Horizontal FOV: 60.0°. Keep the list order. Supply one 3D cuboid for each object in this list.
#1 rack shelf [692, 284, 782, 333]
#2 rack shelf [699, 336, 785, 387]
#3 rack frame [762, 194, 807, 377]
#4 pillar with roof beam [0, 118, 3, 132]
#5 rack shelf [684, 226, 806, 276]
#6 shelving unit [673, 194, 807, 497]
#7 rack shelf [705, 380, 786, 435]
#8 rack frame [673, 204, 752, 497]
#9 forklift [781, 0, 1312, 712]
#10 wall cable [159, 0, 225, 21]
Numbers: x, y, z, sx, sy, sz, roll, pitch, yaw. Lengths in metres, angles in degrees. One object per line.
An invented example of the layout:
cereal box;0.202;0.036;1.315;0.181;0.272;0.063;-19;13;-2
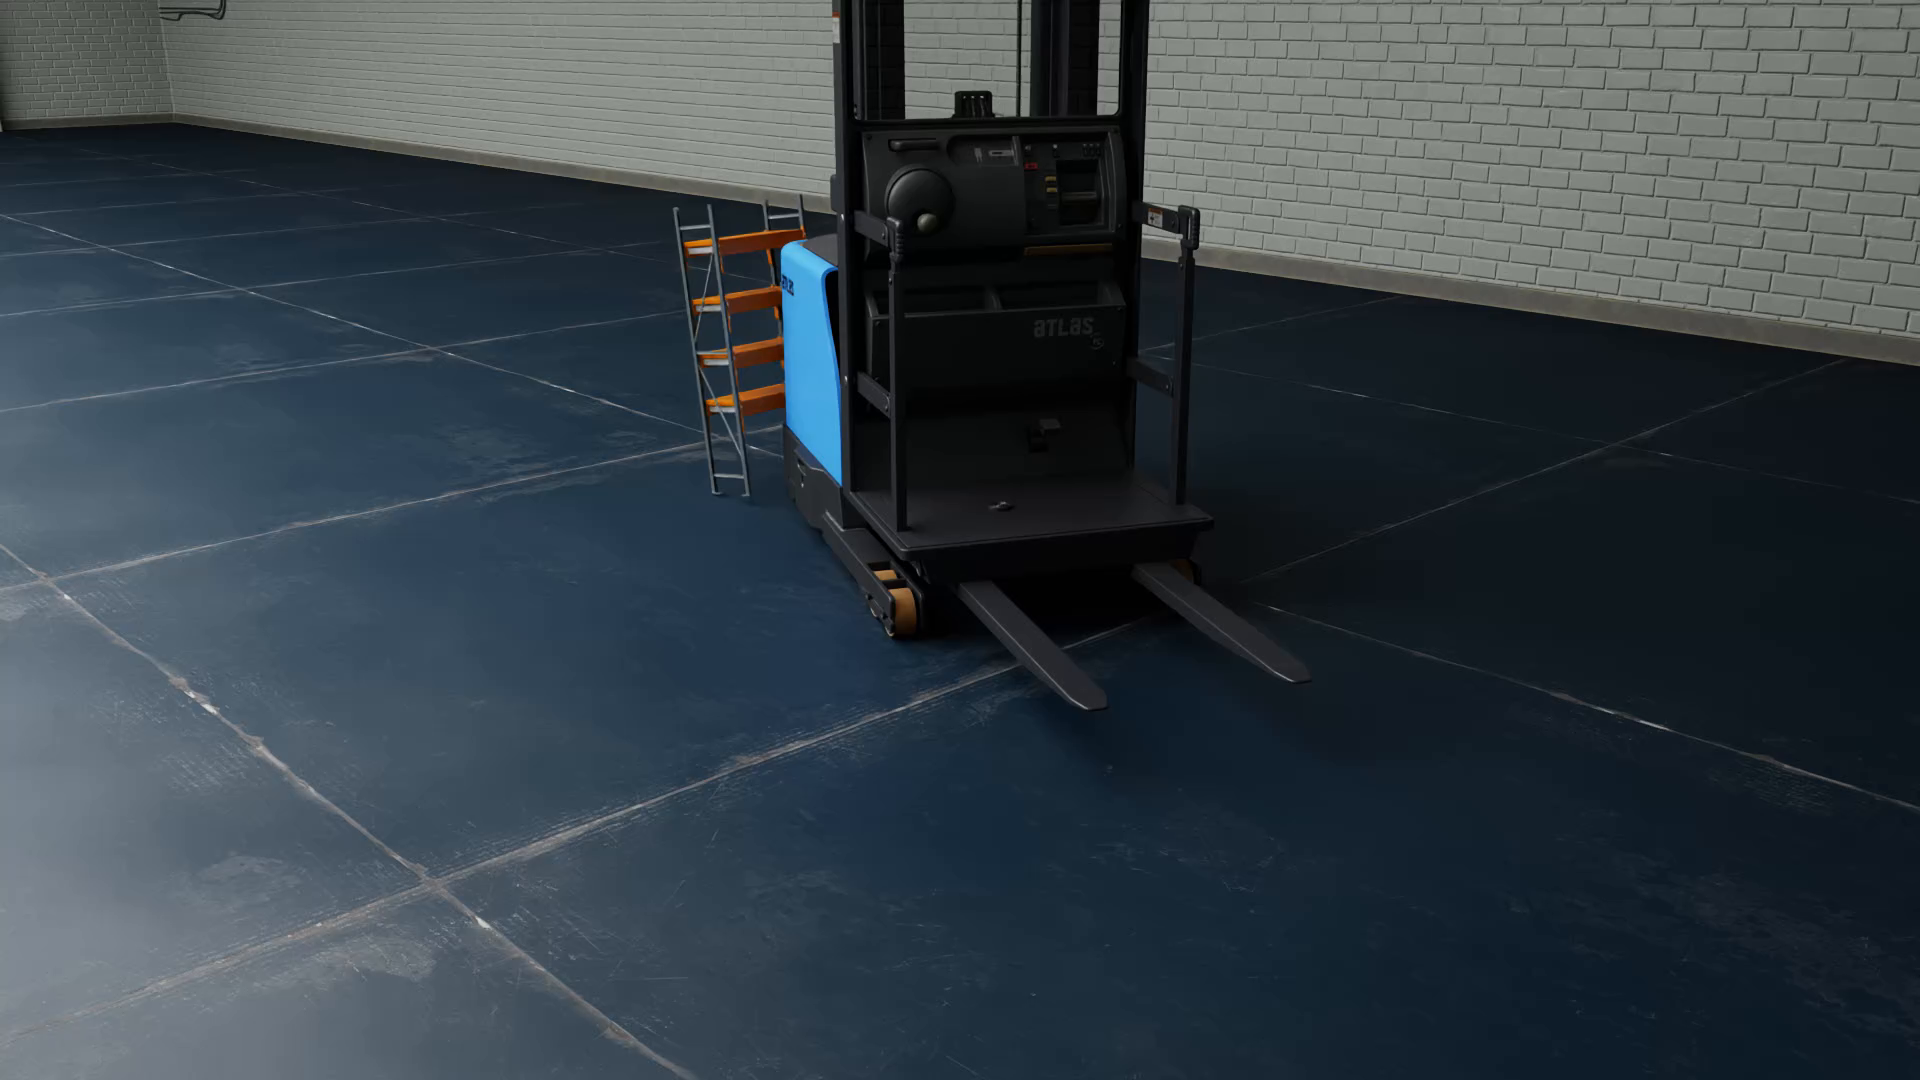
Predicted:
rack shelf;-0.876;-0.979;7.012;0.258;0.148;0.480;5;17;42
rack shelf;-0.853;-0.762;7.060;0.258;0.148;0.480;5;17;42
rack frame;-0.699;-0.884;7.220;0.240;1.200;0.015;5;17;42
pillar with roof beam;-12.711;-9.891;22.401;0.400;9.000;9.100;-16;24;-41
rack shelf;-0.900;-1.209;6.960;0.258;0.148;0.480;5;17;42
shelving unit;-0.860;-0.827;7.046;0.258;1.200;0.503;5;17;42
rack shelf;-0.833;-0.569;7.104;0.258;0.148;0.480;5;17;42
rack frame;-1.021;-0.771;6.871;0.240;1.200;0.015;5;17;42
forklift;0.191;-1.210;5.465;1.130;2.935;3.031;-6;19;-17
wall cable;-12.620;-9.707;26.867;0.112;2.526;3.097;-16;24;-41
